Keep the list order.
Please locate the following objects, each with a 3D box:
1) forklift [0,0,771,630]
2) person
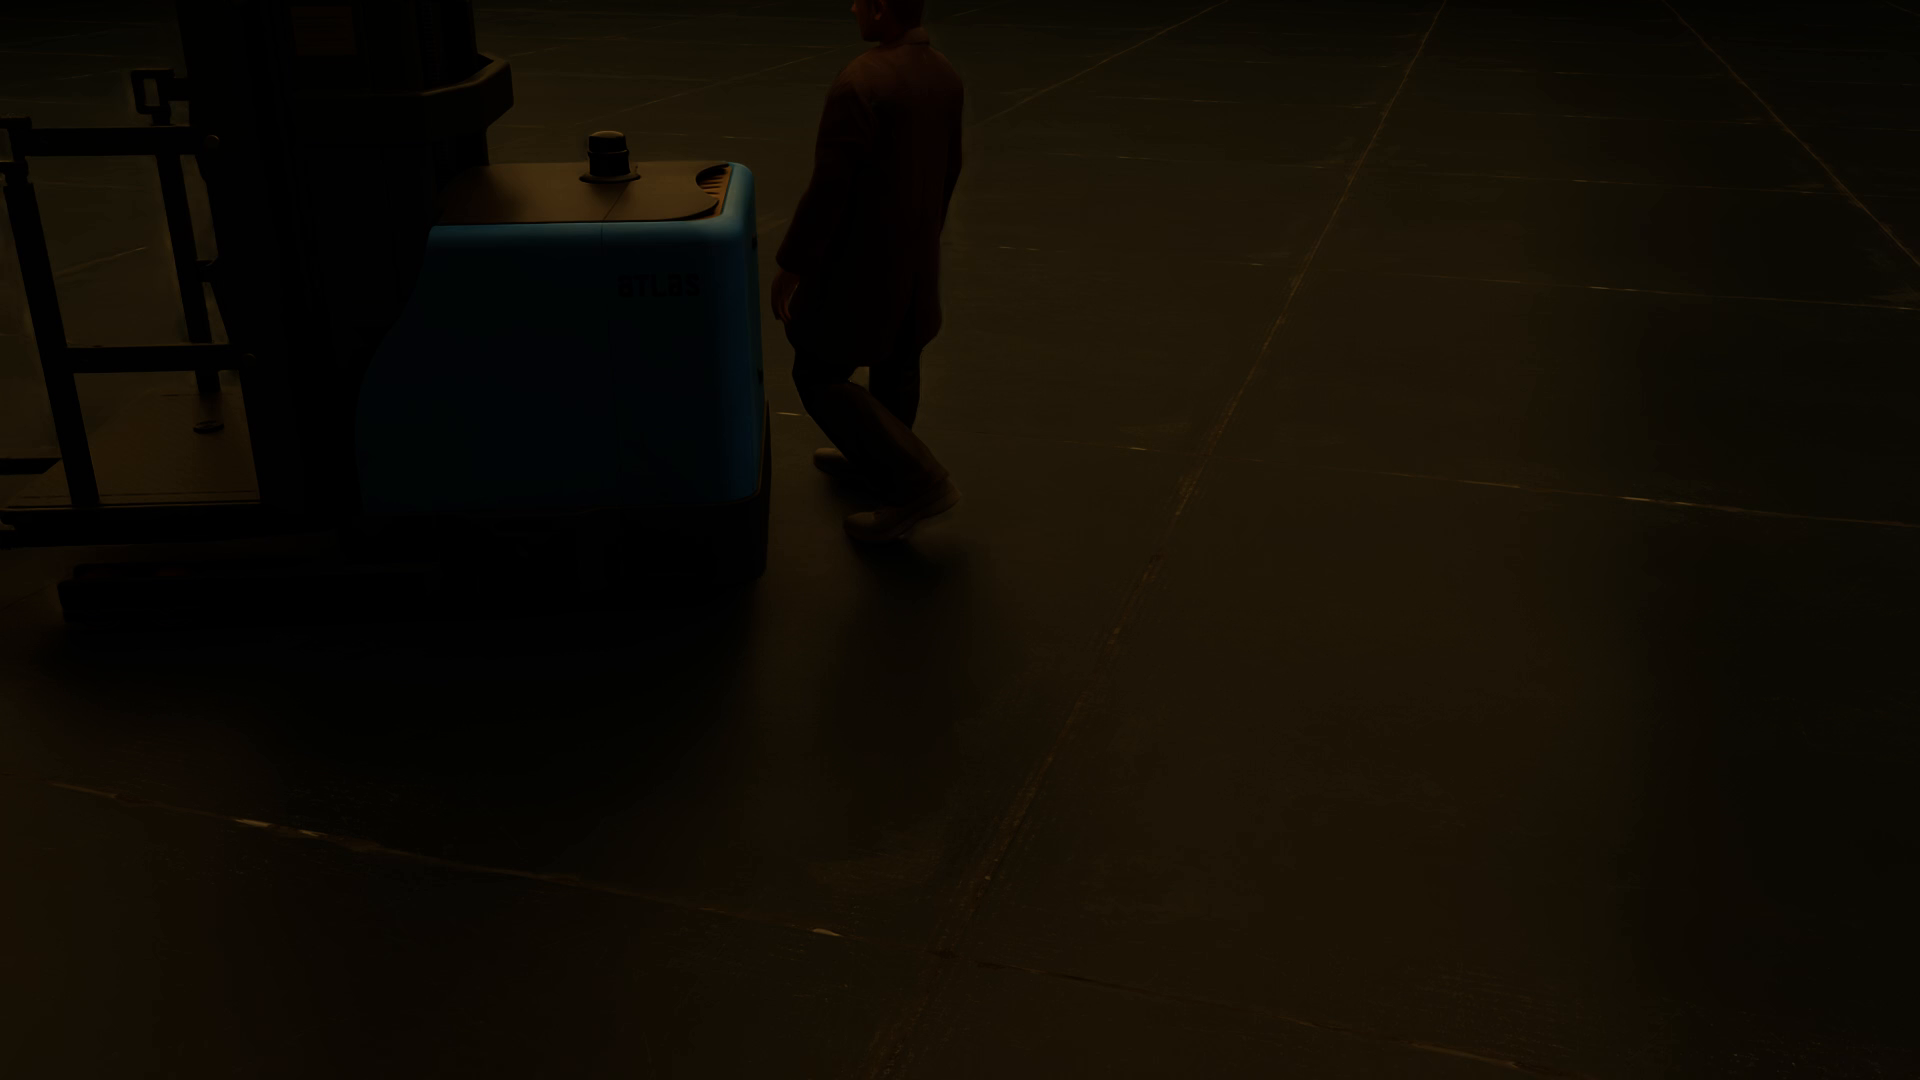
[{"bbox_3d":[-2.100,-1.319,4.475,3.031,2.935,1.130,-2,23,-4],"label":"forklift"},{"bbox_3d":[-0.348,-0.850,4.935,0.757,1.723,0.763,15,27,33],"label":"person"}]
